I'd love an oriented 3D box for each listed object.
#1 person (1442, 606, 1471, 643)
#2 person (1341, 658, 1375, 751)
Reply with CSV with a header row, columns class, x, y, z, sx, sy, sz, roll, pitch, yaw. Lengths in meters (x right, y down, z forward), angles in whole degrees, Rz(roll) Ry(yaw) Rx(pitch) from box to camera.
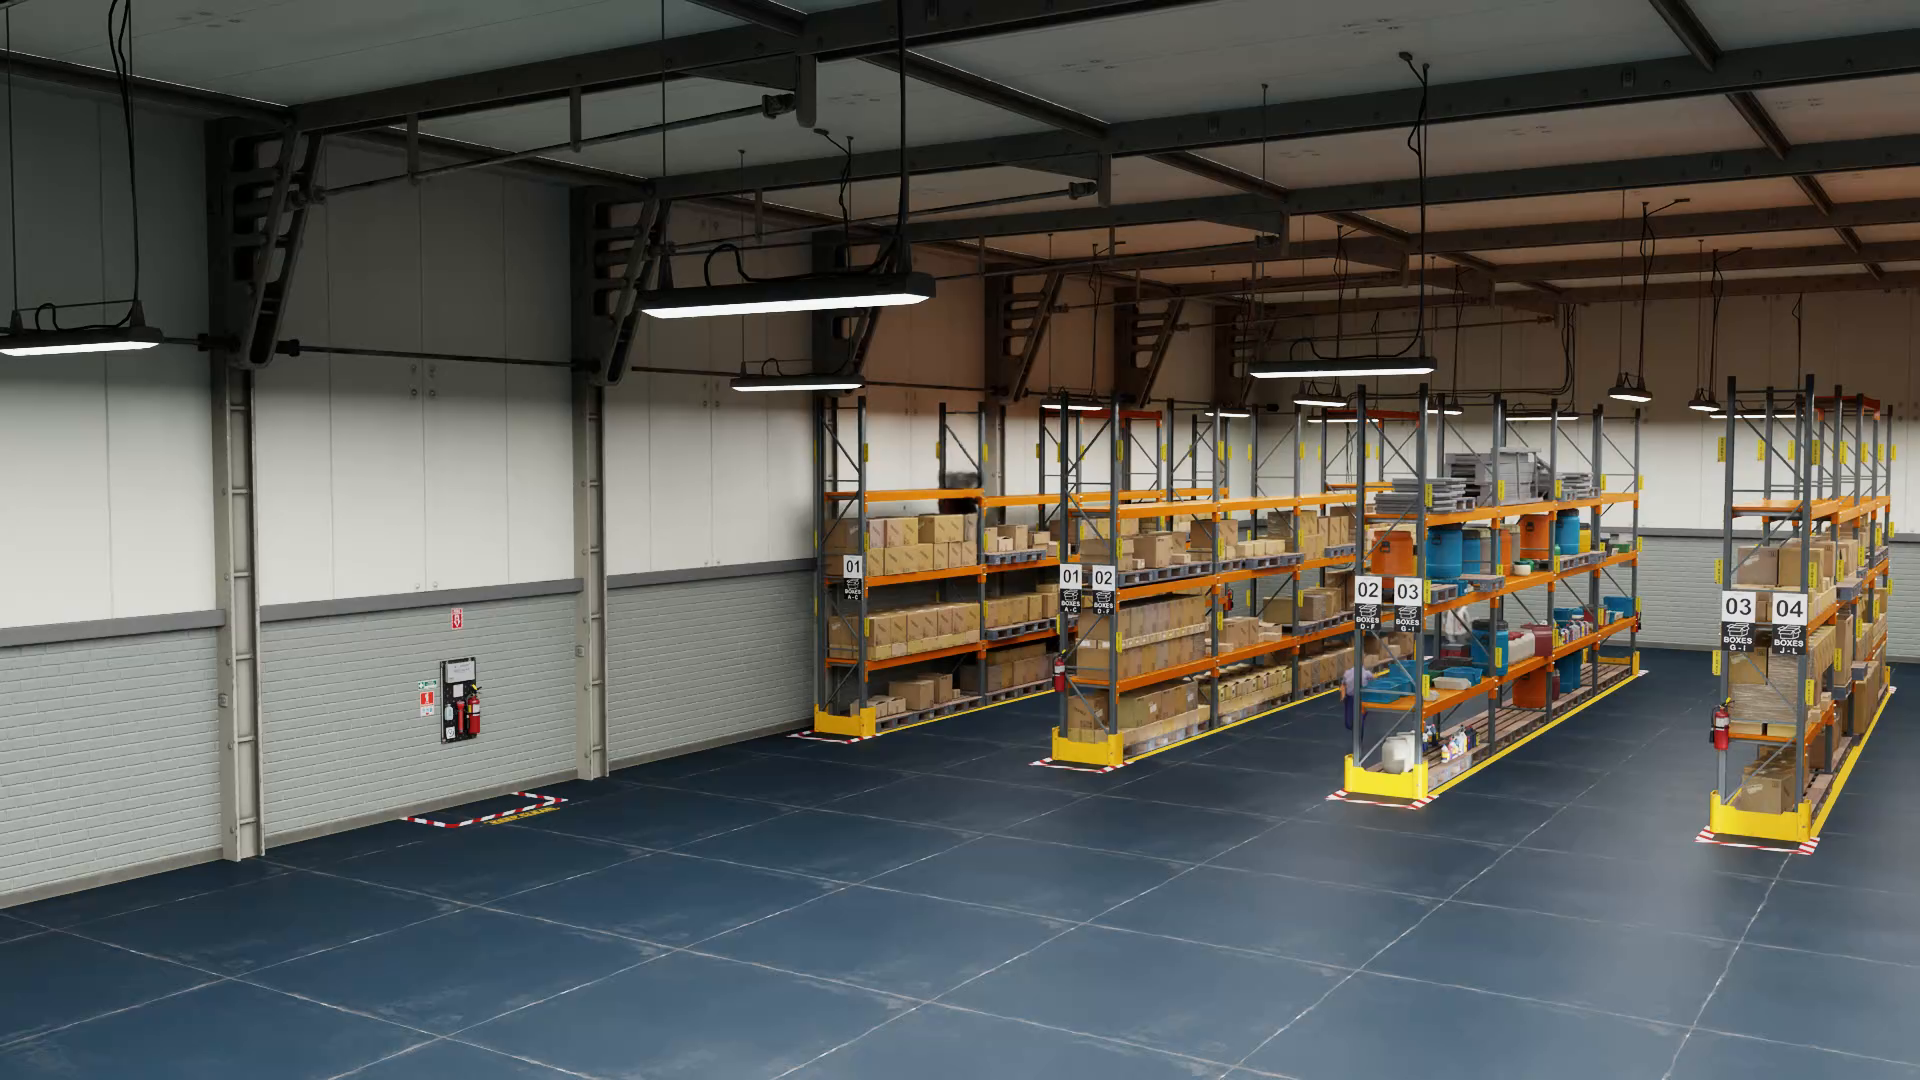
class,x,y,z,sx,sy,sz,roll,pitch,yaw
person,11.325,2.140,37.974,0.672,1.775,0.889,1,3,26
person,6.722,2.753,28.072,0.614,1.588,0.575,1,3,26
